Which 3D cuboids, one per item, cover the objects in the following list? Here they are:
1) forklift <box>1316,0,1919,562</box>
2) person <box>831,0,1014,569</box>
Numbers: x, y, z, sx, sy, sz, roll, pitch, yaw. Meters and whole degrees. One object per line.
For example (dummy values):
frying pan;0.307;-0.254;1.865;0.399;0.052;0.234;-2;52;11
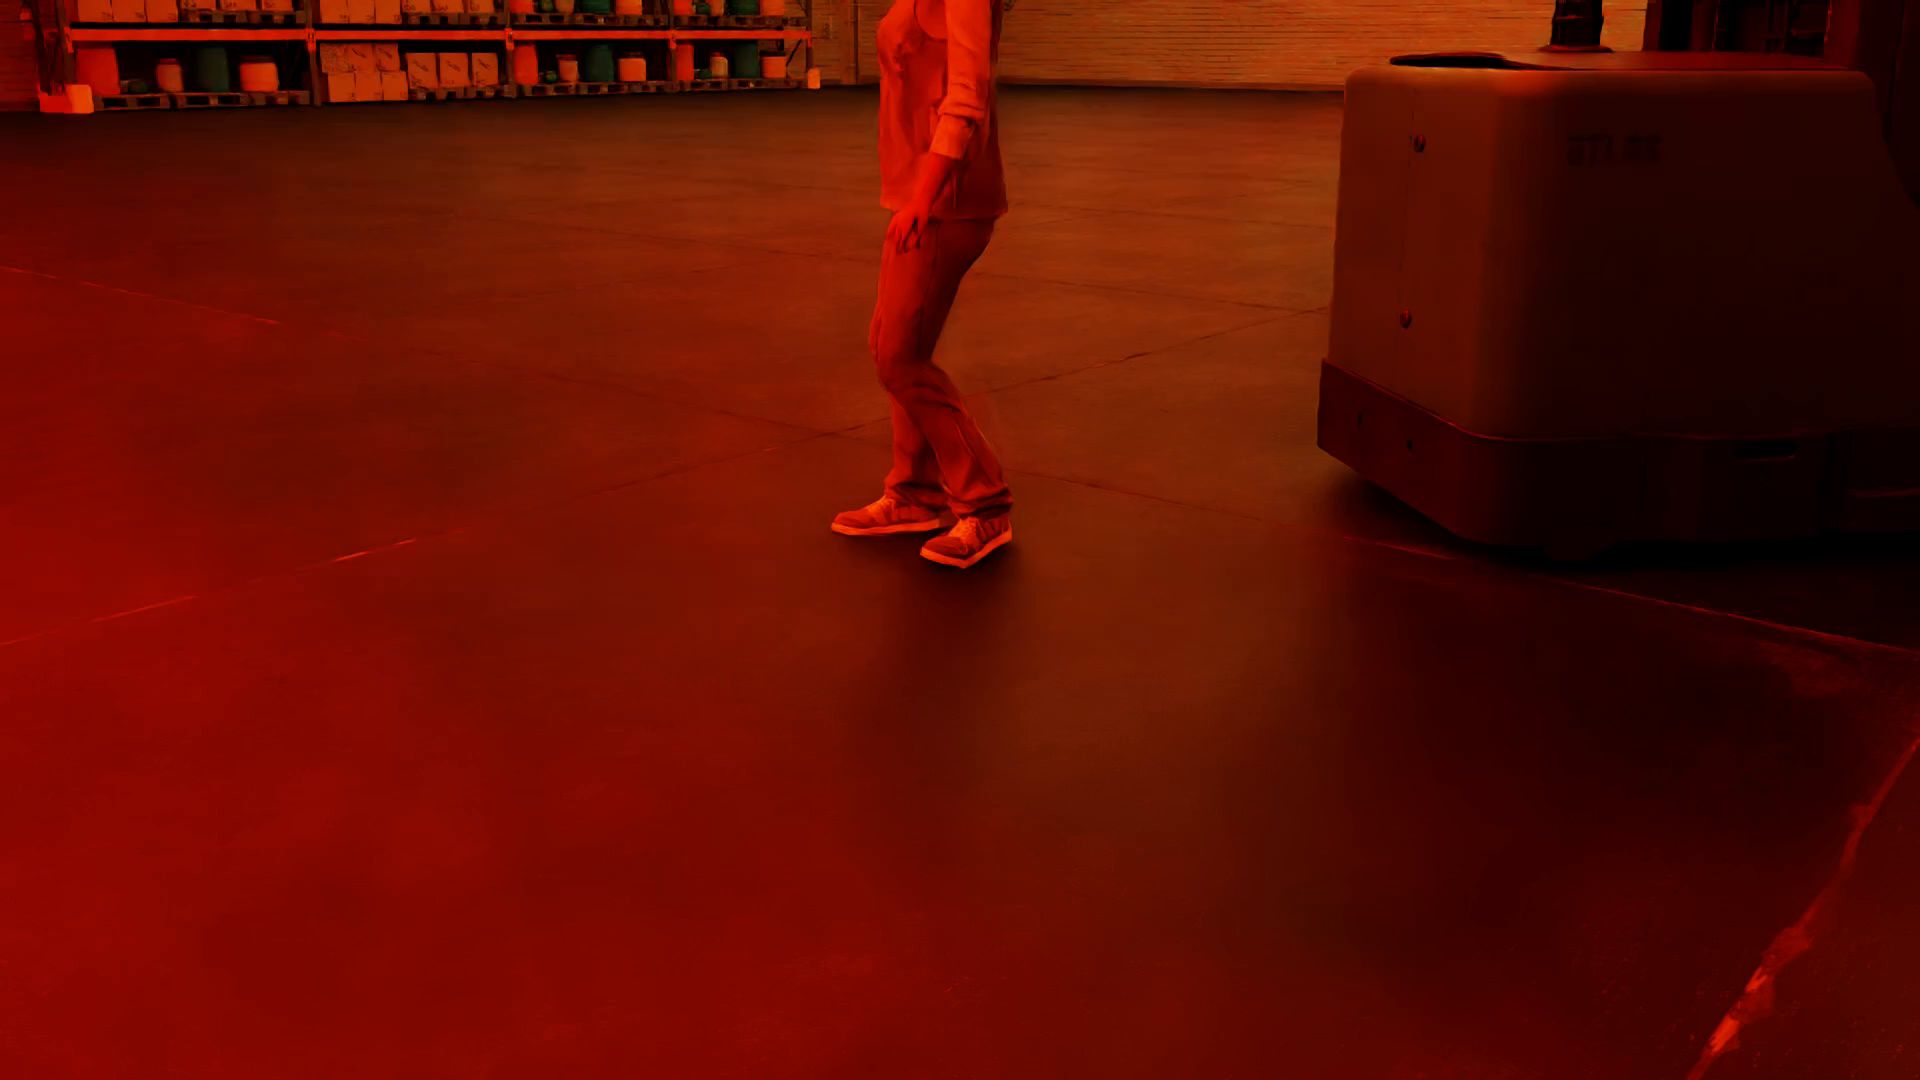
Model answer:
forklift;2.538;-1.535;3.952;3.031;2.935;1.130;-3;17;-9
person;-0.090;-0.727;3.685;0.425;1.584;0.536;-1;17;-4
